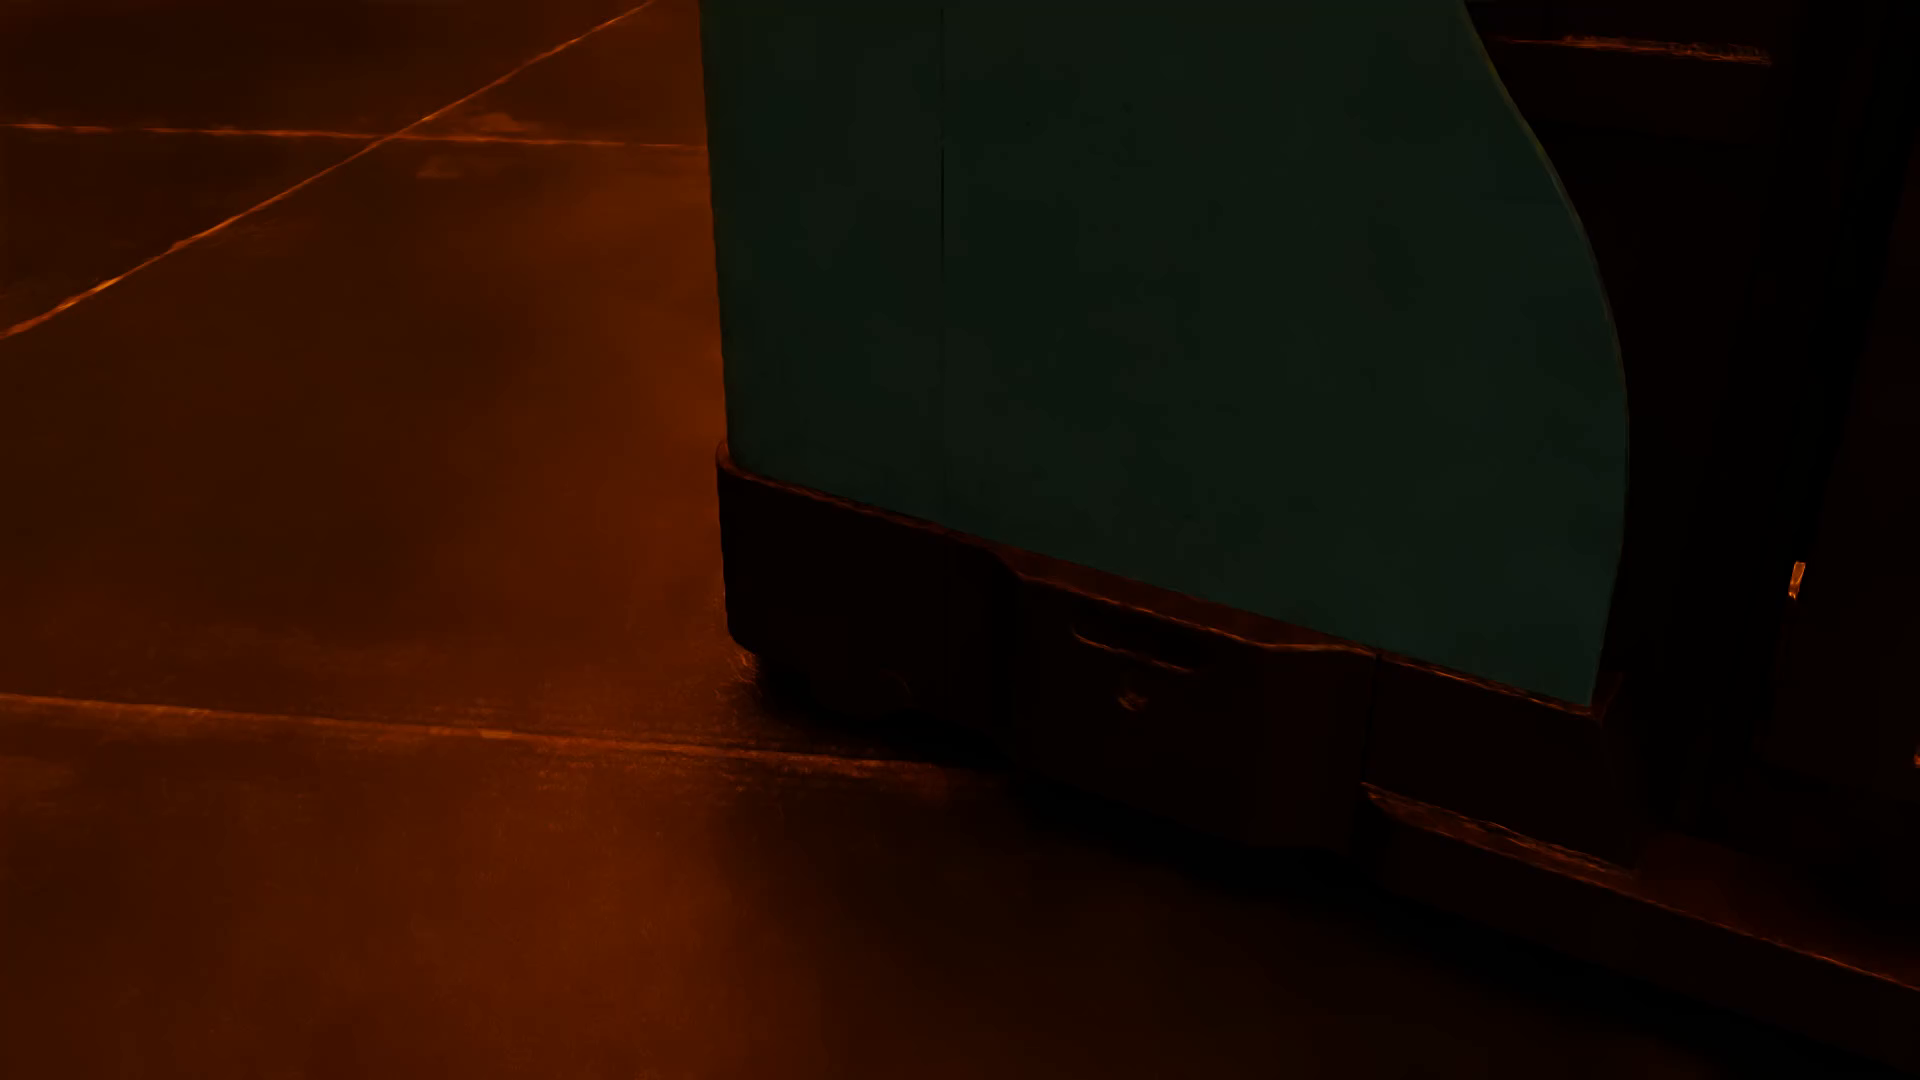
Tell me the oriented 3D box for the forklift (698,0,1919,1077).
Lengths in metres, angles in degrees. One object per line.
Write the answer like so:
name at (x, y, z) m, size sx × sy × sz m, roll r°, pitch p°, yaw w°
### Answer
forklift at (1.223, -0.966, 1.153) m, size 3.031 × 2.935 × 1.130 m, roll 16°, pitch 31°, yaw 29°
